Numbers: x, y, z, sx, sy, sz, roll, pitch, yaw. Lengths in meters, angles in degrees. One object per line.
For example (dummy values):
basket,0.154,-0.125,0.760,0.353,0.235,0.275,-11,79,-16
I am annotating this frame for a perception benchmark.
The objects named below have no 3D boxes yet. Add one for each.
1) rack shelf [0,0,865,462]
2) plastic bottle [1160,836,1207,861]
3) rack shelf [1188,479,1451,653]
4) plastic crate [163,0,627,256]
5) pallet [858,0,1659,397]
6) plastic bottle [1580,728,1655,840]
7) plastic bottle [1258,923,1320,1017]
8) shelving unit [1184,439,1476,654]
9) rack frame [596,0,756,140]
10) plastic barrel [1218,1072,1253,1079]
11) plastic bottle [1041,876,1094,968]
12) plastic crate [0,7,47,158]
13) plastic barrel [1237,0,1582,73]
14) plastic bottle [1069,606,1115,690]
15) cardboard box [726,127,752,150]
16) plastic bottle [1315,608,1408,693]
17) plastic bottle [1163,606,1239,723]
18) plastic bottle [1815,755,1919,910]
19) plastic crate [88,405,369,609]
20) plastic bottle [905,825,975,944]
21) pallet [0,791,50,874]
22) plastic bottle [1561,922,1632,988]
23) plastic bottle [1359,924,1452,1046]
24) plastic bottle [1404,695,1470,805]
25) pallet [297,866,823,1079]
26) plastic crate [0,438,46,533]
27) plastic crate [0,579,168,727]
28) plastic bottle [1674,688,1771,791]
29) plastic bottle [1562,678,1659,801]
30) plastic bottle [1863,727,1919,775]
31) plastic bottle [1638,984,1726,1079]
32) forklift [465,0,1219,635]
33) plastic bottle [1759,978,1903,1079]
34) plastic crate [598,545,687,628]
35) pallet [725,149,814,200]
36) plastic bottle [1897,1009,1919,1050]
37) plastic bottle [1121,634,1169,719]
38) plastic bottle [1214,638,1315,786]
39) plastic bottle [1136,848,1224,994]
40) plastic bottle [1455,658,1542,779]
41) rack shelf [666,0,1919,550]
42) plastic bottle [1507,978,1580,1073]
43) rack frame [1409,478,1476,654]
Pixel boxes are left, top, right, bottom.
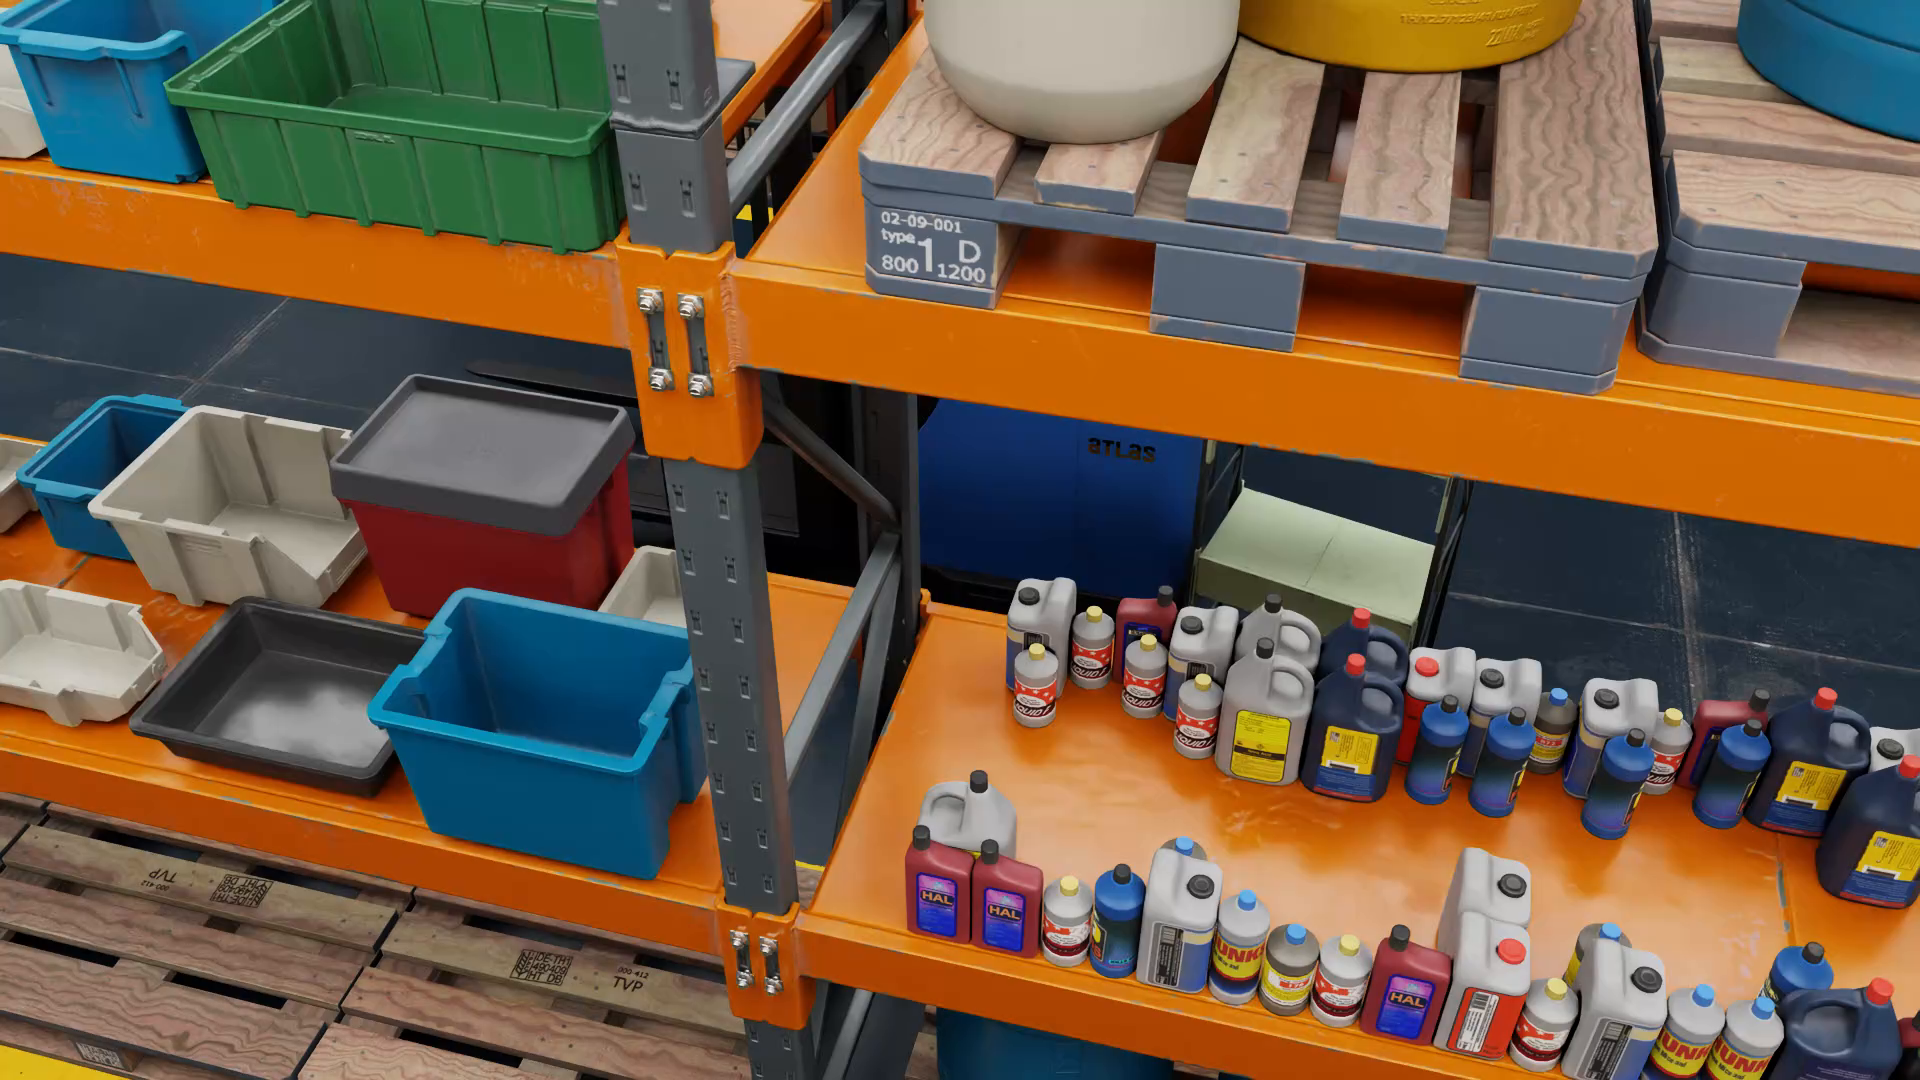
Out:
rack shelf,-2.214,-0.913,3.231,4.000,0.370,1.077,10,41,11
plastic bottle,0.435,0.663,3.283,0.097,0.201,0.097,0,40,0
rack shelf,1.158,0.164,5.395,0.720,0.370,0.431,19,44,21
plastic crate,-0.769,-0.657,2.532,0.662,0.188,0.450,10,41,11
pallet,0.501,-0.714,2.582,1.003,0.211,1.213,10,41,11
plastic bottle,1.362,0.493,3.430,0.097,0.271,0.097,0,40,0
plastic bottle,0.619,0.796,3.124,0.097,0.201,0.097,0,40,0
shelving unit,1.158,-0.085,5.186,0.755,1.500,0.431,19,44,21
rack frame,-0.282,-2.004,1.639,0.127,3.000,1.000,10,41,11
plastic barrel,0.923,1.155,3.848,0.708,0.901,0.600,10,41,11
plastic bottle,0.207,0.725,3.209,0.097,0.201,0.097,0,40,0
plastic crate,-1.609,-0.730,2.659,0.466,0.136,0.293,10,41,11
plastic barrel,0.652,-1.063,2.378,0.600,0.588,0.600,0,40,0
plastic bottle,0.302,0.236,3.791,0.097,0.201,0.097,0,40,0
cardboard box,-1.348,-2.588,8.325,0.875,0.875,0.875,10,41,11
plastic bottle,0.869,0.292,3.608,0.185,0.351,0.144,10,41,11
plastic bottle,0.535,0.266,3.697,0.135,0.276,0.152,10,41,11
plastic bottle,1.846,0.562,3.287,0.185,0.351,0.144,10,41,11
plastic crate,-1.709,-0.053,4.026,0.530,0.282,0.437,10,41,11
plastic bottle,-0.038,0.664,3.218,0.133,0.283,0.061,10,41,11
pallet,-3.359,0.857,5.065,1.213,0.211,1.003,10,41,11
plastic bottle,1.200,0.795,3.126,0.097,0.201,0.097,0,40,0
plastic bottle,0.820,0.811,3.042,0.133,0.283,0.061,10,41,11
plastic bottle,1.008,0.432,3.503,0.097,0.271,0.097,0,40,0
pallet,-1.002,1.263,4.582,1.213,0.211,1.003,10,41,11
plastic crate,-2.469,-0.145,4.248,0.250,0.136,0.298,10,41,11
plastic crate,-2.042,0.268,3.756,0.466,0.136,0.293,10,41,11
plastic bottle,1.612,0.418,3.511,0.133,0.283,0.061,10,41,11
plastic bottle,1.377,0.411,3.525,0.135,0.276,0.152,10,41,11
plastic bottle,1.908,0.502,3.416,0.135,0.276,0.152,10,41,11
plastic bottle,1.290,0.885,2.964,0.097,0.271,0.097,0,40,0
forklift,-0.609,-1.225,5.430,3.031,2.935,1.130,10,41,11
plastic bottle,1.527,0.880,2.909,0.185,0.351,0.144,10,41,11
plastic crate,-0.694,0.205,3.832,0.243,0.136,0.396,10,41,11
pallet,-0.898,-2.093,8.578,1.213,0.211,1.003,10,41,11
plastic bottle,1.685,0.920,2.913,0.133,0.283,0.061,10,41,11
plastic bottle,0.415,0.296,3.720,0.097,0.201,0.097,0,40,0
plastic bottle,0.653,0.351,3.538,0.185,0.351,0.144,10,41,11
plastic bottle,0.420,0.715,3.163,0.135,0.276,0.152,10,41,11
plastic bottle,1.153,0.372,3.571,0.135,0.276,0.152,10,41,11
rack shelf,1.650,-0.248,2.439,4.000,0.370,1.077,10,41,11
plastic bottle,1.066,0.873,3.033,0.097,0.201,0.097,0,40,0
rack frame,1.482,0.025,5.054,0.023,1.500,0.400,19,44,21
